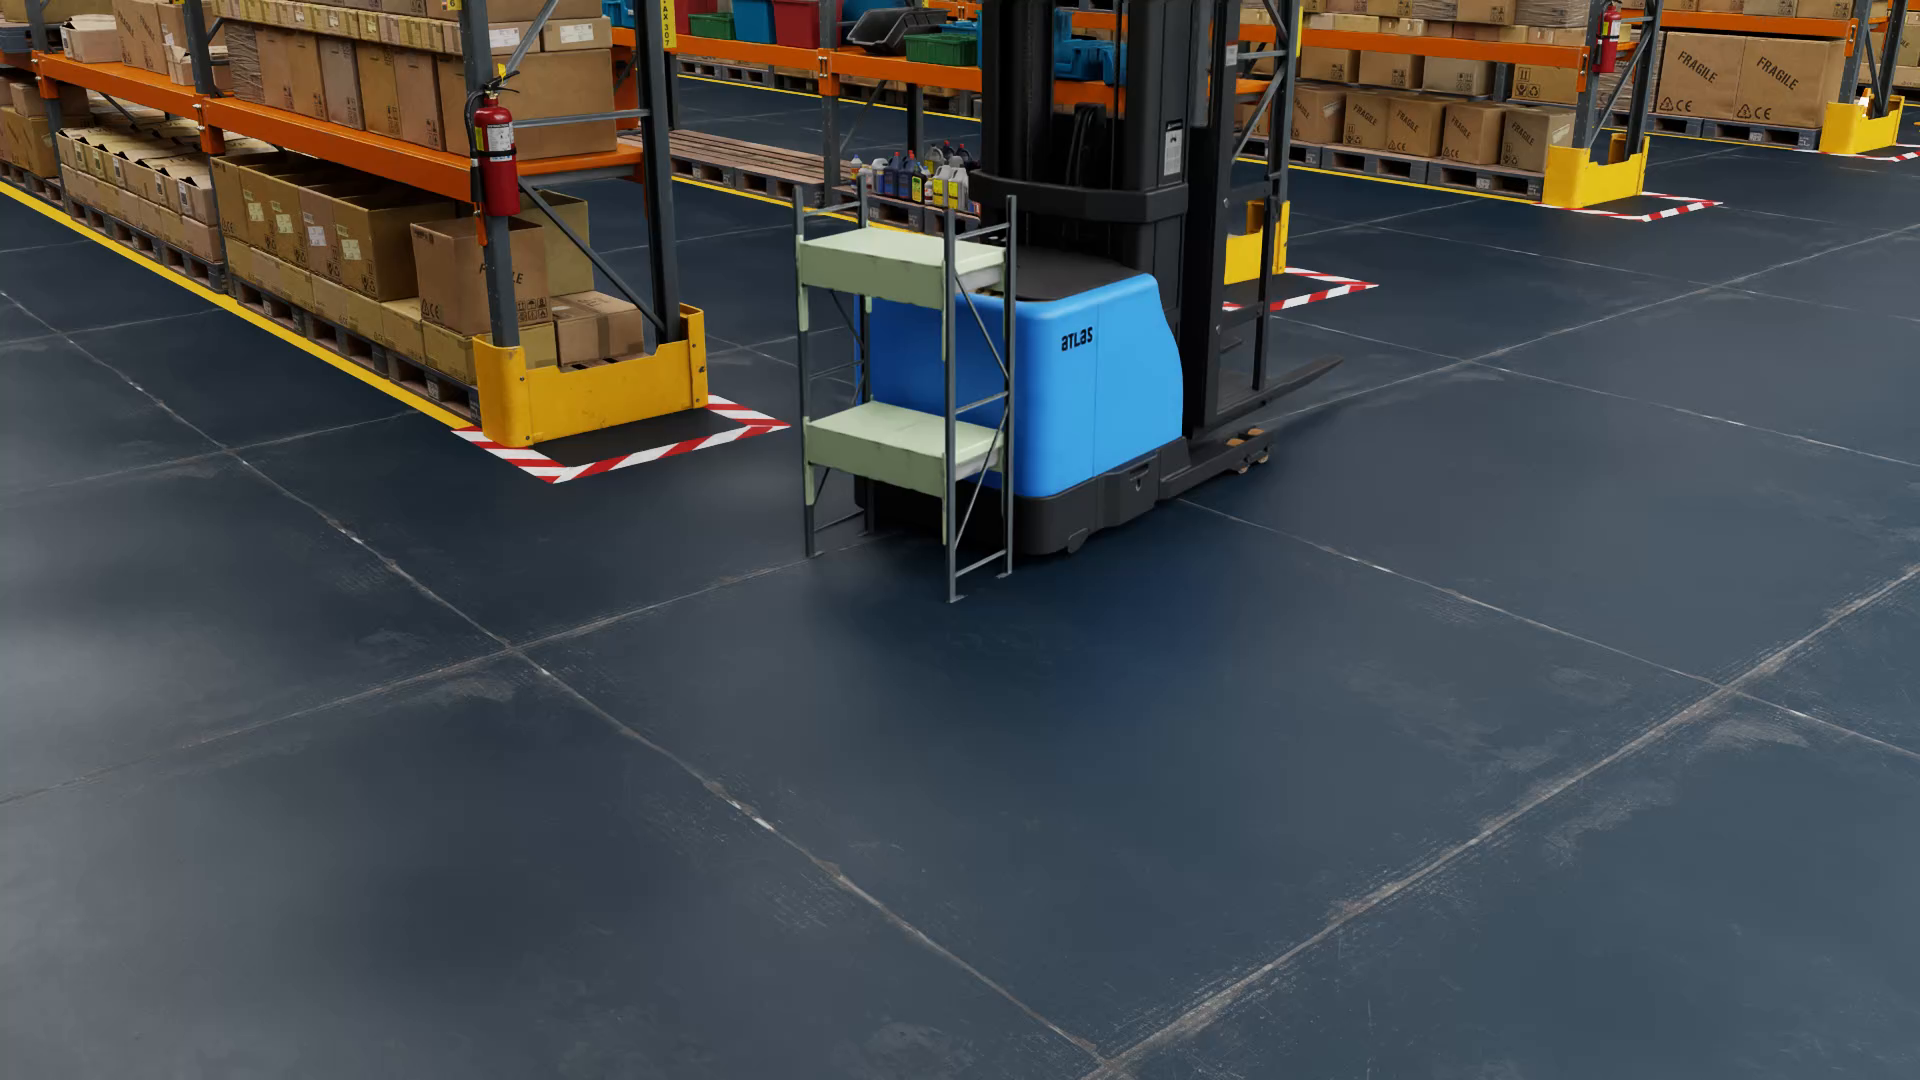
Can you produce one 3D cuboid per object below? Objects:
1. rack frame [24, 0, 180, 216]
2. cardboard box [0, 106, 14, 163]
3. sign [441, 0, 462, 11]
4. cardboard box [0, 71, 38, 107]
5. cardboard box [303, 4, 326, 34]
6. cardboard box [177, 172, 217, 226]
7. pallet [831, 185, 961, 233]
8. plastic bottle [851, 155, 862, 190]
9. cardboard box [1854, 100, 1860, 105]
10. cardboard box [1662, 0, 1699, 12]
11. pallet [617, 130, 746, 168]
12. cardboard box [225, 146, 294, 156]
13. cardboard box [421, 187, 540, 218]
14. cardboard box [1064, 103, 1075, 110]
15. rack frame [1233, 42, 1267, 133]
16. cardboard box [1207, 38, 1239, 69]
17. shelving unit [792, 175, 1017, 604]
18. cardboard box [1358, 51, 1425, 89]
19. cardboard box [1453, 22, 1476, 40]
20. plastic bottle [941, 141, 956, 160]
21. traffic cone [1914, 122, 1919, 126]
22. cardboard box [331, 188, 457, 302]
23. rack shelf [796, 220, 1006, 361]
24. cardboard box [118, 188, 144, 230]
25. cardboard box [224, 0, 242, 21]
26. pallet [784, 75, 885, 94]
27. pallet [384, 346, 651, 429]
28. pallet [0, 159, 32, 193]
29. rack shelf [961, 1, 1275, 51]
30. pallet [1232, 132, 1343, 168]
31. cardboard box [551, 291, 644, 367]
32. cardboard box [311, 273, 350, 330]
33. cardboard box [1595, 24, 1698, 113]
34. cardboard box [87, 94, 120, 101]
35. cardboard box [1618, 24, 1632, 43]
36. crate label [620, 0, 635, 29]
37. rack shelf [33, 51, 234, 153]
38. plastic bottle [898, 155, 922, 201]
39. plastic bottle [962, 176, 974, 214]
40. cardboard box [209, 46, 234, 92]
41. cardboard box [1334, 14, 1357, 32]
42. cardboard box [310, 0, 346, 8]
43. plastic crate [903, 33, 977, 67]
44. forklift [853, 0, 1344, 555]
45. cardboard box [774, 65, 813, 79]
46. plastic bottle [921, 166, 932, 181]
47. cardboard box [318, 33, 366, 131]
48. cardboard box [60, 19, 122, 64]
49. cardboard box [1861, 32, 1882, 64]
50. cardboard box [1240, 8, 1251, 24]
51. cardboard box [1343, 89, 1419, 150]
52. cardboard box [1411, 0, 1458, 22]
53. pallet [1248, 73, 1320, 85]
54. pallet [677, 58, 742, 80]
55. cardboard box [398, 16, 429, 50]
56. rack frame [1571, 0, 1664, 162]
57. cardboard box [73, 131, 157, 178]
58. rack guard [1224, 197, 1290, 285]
[{"bbox_3d":[-7.101,-4.241,13.699,1.000,3.000,0.127,-17,27,-37],"label":"rack frame"},{"bbox_3d":[-8.574,-3.771,15.323,0.500,0.500,0.500,-19,28,-39],"label":"cardboard box"},{"bbox_3d":[-2.299,-2.555,7.481,0.100,0.325,0.005,-17,27,-37],"label":"sign"},{"bbox_3d":[-8.600,-4.130,15.211,0.500,0.250,0.500,-18,28,-38],"label":"cardboard box"},{"bbox_3d":[-3.447,-2.937,9.343,0.380,0.149,0.250,-18,28,-38],"label":"cardboard box"},{"bbox_3d":[-4.971,-2.356,11.311,0.500,0.311,0.500,-17,27,-37],"label":"cardboard box"},{"bbox_3d":[-0.328,-2.820,13.894,1.003,0.211,1.213,-17,27,-37],"label":"pallet"},{"bbox_3d":[-0.859,-3.056,13.811,0.097,0.271,0.097,0,21,0],"label":"plastic bottle"},{"bbox_3d":[10.750,-5.301,20.313,0.380,0.149,0.250,-4,22,-10],"label":"cardboard box"},{"bbox_3d":[8.152,-6.170,18.419,0.875,0.550,0.500,-17,27,-37],"label":"cardboard box"},{"bbox_3d":[-2.870,-3.897,16.645,1.003,0.211,1.213,-17,27,-37],"label":"pallet"},{"bbox_3d":[-5.232,-2.768,12.363,0.500,0.311,0.500,-19,28,-39],"label":"cardboard box"},{"bbox_3d":[-2.724,-1.769,9.553,0.500,0.500,0.500,-17,27,-37],"label":"cardboard box"},{"bbox_3d":[1.606,-5.153,18.853,0.700,0.500,0.500,-15,26,-33],"label":"cardboard box"},{"bbox_3d":[3.017,-5.493,16.895,1.000,3.000,0.127,-17,27,-37],"label":"rack frame"},{"bbox_3d":[3.602,-6.902,23.345,0.500,0.500,0.500,-18,27,-38],"label":"cardboard box"},{"bbox_3d":[-0.211,-0.594,6.444,0.755,1.500,0.431,16,27,35],"label":"shelving unit"},{"bbox_3d":[5.741,-6.211,21.238,1.050,0.750,0.750,-17,27,-37],"label":"cardboard box"},{"bbox_3d":[4.638,-4.578,14.904,0.380,0.149,0.250,-17,27,-37],"label":"cardboard box"},{"bbox_3d":[-0.096,-3.176,14.009,0.144,0.351,0.185,-18,28,-39],"label":"plastic bottle"},{"bbox_3d":[11.259,-5.019,19.164,0.336,0.463,0.334,-17,27,-37],"label":"traffic cone"},{"bbox_3d":[-3.118,-1.645,9.237,0.500,0.500,0.500,-17,27,-37],"label":"cardboard box"},{"bbox_3d":[-0.211,-0.957,6.301,0.720,0.370,0.431,16,27,35],"label":"rack shelf"},{"bbox_3d":[-5.974,-2.519,12.497,0.500,0.250,0.500,-17,27,-36],"label":"cardboard box"},{"bbox_3d":[-4.297,-3.295,10.256,0.380,0.149,0.250,-17,27,-37],"label":"cardboard box"},{"bbox_3d":[-1.644,-6.210,22.549,1.003,0.211,1.213,-17,27,-37],"label":"pallet"},{"bbox_3d":[-2.410,-0.934,9.078,1.003,0.211,1.213,-17,27,-37],"label":"pallet"},{"bbox_3d":[-8.352,-3.495,15.617,1.003,0.211,1.213,-17,27,-37],"label":"pallet"},{"bbox_3d":[1.712,-5.711,18.437,1.077,0.370,4.000,-17,27,-37],"label":"rack shelf"},{"bbox_3d":[3.482,-4.017,16.952,1.003,0.211,1.213,-17,27,-37],"label":"pallet"},{"bbox_3d":[-2.060,-1.147,8.994,0.500,0.250,0.500,-17,27,-37],"label":"cardboard box"},{"bbox_3d":[-3.441,-1.435,9.730,0.500,0.250,0.500,-17,27,-37],"label":"cardboard box"},{"bbox_3d":[7.790,-5.413,19.030,0.875,0.875,0.875,-17,27,-37],"label":"cardboard box"},{"bbox_3d":[-8.196,-3.902,15.657,0.500,0.500,0.500,-19,28,-39],"label":"cardboard box"},{"bbox_3d":[5.623,-4.406,14.466,0.380,0.149,0.250,-17,27,-37],"label":"cardboard box"},{"bbox_3d":[-2.902,-5.097,15.835,0.502,0.435,0.616,-17,27,-37],"label":"crate label"},{"bbox_3d":[-5.795,-3.353,12.419,1.077,0.370,4.000,-17,27,-37],"label":"rack shelf"},{"bbox_3d":[-0.399,-2.911,13.333,0.144,0.351,0.185,-19,28,-40],"label":"plastic bottle"},{"bbox_3d":[0.111,-2.663,12.801,0.152,0.276,0.135,-18,28,-39],"label":"plastic bottle"},{"bbox_3d":[-4.844,-3.192,11.225,0.500,0.250,0.500,-15,26,-34],"label":"cardboard box"},{"bbox_3d":[3.764,-4.905,15.740,0.380,0.149,0.250,-17,27,-37],"label":"cardboard box"},{"bbox_3d":[-3.213,-3.249,9.251,0.700,0.500,0.500,-17,27,-37],"label":"cardboard box"},{"bbox_3d":[-0.063,-3.773,12.795,0.450,0.188,0.662,-17,27,-37],"label":"plastic crate"},{"bbox_3d":[0.850,-1.773,7.492,1.130,2.935,3.031,16,27,35],"label":"forklift"},{"bbox_3d":[-1.772,-6.737,22.410,1.225,0.875,0.875,-17,27,-37],"label":"cardboard box"},{"bbox_3d":[-0.275,-2.843,13.267,0.097,0.271,0.097,0,21,0],"label":"plastic bottle"},{"bbox_3d":[-3.187,-2.636,9.465,0.700,0.500,0.500,-16,27,-36],"label":"cardboard box"},{"bbox_3d":[-6.664,-3.906,12.966,0.500,0.311,0.500,-18,28,-38],"label":"cardboard box"},{"bbox_3d":[11.748,-6.455,21.518,0.500,0.500,0.500,-18,28,-39],"label":"cardboard box"},{"bbox_3d":[2.930,-5.245,16.607,0.380,0.149,0.250,-17,27,-37],"label":"cardboard box"},{"bbox_3d":[4.092,-4.095,16.179,0.500,0.500,0.500,19,29,40],"label":"cardboard box"},{"bbox_3d":[4.579,-4.989,15.065,0.875,0.500,0.500,-17,27,-37],"label":"cardboard box"},{"bbox_3d":[4.687,-6.217,22.567,1.003,0.211,1.213,-17,27,-37],"label":"pallet"},{"bbox_3d":[-3.442,-6.971,24.492,1.003,0.211,1.213,-17,27,-37],"label":"pallet"},{"bbox_3d":[-2.612,-2.582,8.437,0.380,0.149,0.250,-18,28,-38],"label":"cardboard box"},{"bbox_3d":[5.628,-4.388,14.074,1.000,3.000,0.127,-17,27,-37],"label":"rack frame"},{"bbox_3d":[-6.632,-3.059,13.108,0.500,0.311,0.500,-18,28,-39],"label":"cardboard box"},{"bbox_3d":[1.791,-2.055,11.544,1.175,0.500,0.348,-17,27,-37],"label":"rack guard"}]
